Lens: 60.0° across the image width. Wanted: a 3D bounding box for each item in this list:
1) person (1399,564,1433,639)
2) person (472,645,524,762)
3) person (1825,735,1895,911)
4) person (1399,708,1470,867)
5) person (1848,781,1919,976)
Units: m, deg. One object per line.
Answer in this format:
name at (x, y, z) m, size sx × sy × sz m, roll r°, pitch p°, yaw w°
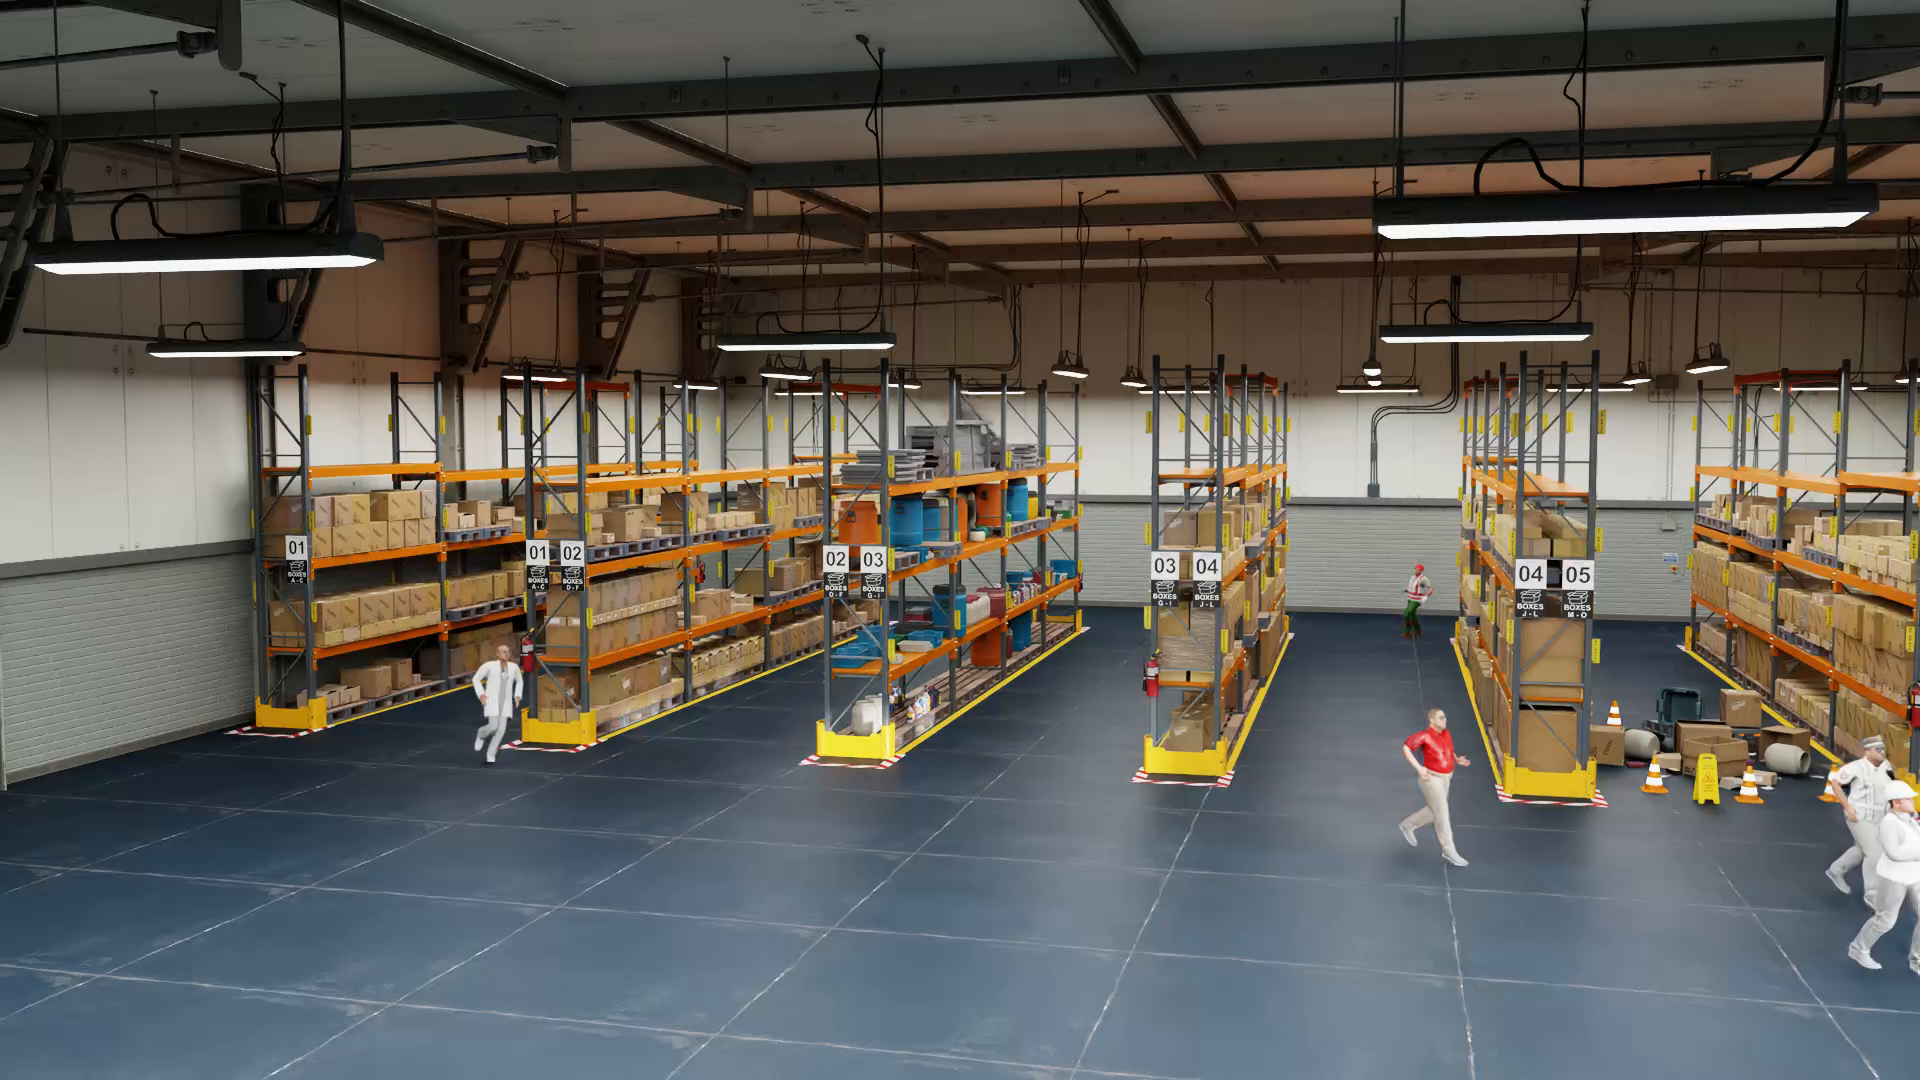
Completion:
person at (10.697, 1.441, 39.045) m, size 0.665 × 1.782 × 0.714 m, roll -2°, pitch 4°, yaw -21°
person at (-6.895, 2.432, 24.948) m, size 0.761 × 1.701 × 0.655 m, roll -3°, pitch 5°, yaw -35°
person at (9.457, 2.913, 17.401) m, size 0.655 × 1.827 × 0.854 m, roll -2°, pitch 4°, yaw -26°
person at (5.479, 2.813, 19.229) m, size 0.662 × 1.746 × 0.976 m, roll -4°, pitch 5°, yaw -43°
person at (8.469, 3.084, 14.997) m, size 0.627 × 1.835 × 0.771 m, roll -3°, pitch 5°, yaw -34°
